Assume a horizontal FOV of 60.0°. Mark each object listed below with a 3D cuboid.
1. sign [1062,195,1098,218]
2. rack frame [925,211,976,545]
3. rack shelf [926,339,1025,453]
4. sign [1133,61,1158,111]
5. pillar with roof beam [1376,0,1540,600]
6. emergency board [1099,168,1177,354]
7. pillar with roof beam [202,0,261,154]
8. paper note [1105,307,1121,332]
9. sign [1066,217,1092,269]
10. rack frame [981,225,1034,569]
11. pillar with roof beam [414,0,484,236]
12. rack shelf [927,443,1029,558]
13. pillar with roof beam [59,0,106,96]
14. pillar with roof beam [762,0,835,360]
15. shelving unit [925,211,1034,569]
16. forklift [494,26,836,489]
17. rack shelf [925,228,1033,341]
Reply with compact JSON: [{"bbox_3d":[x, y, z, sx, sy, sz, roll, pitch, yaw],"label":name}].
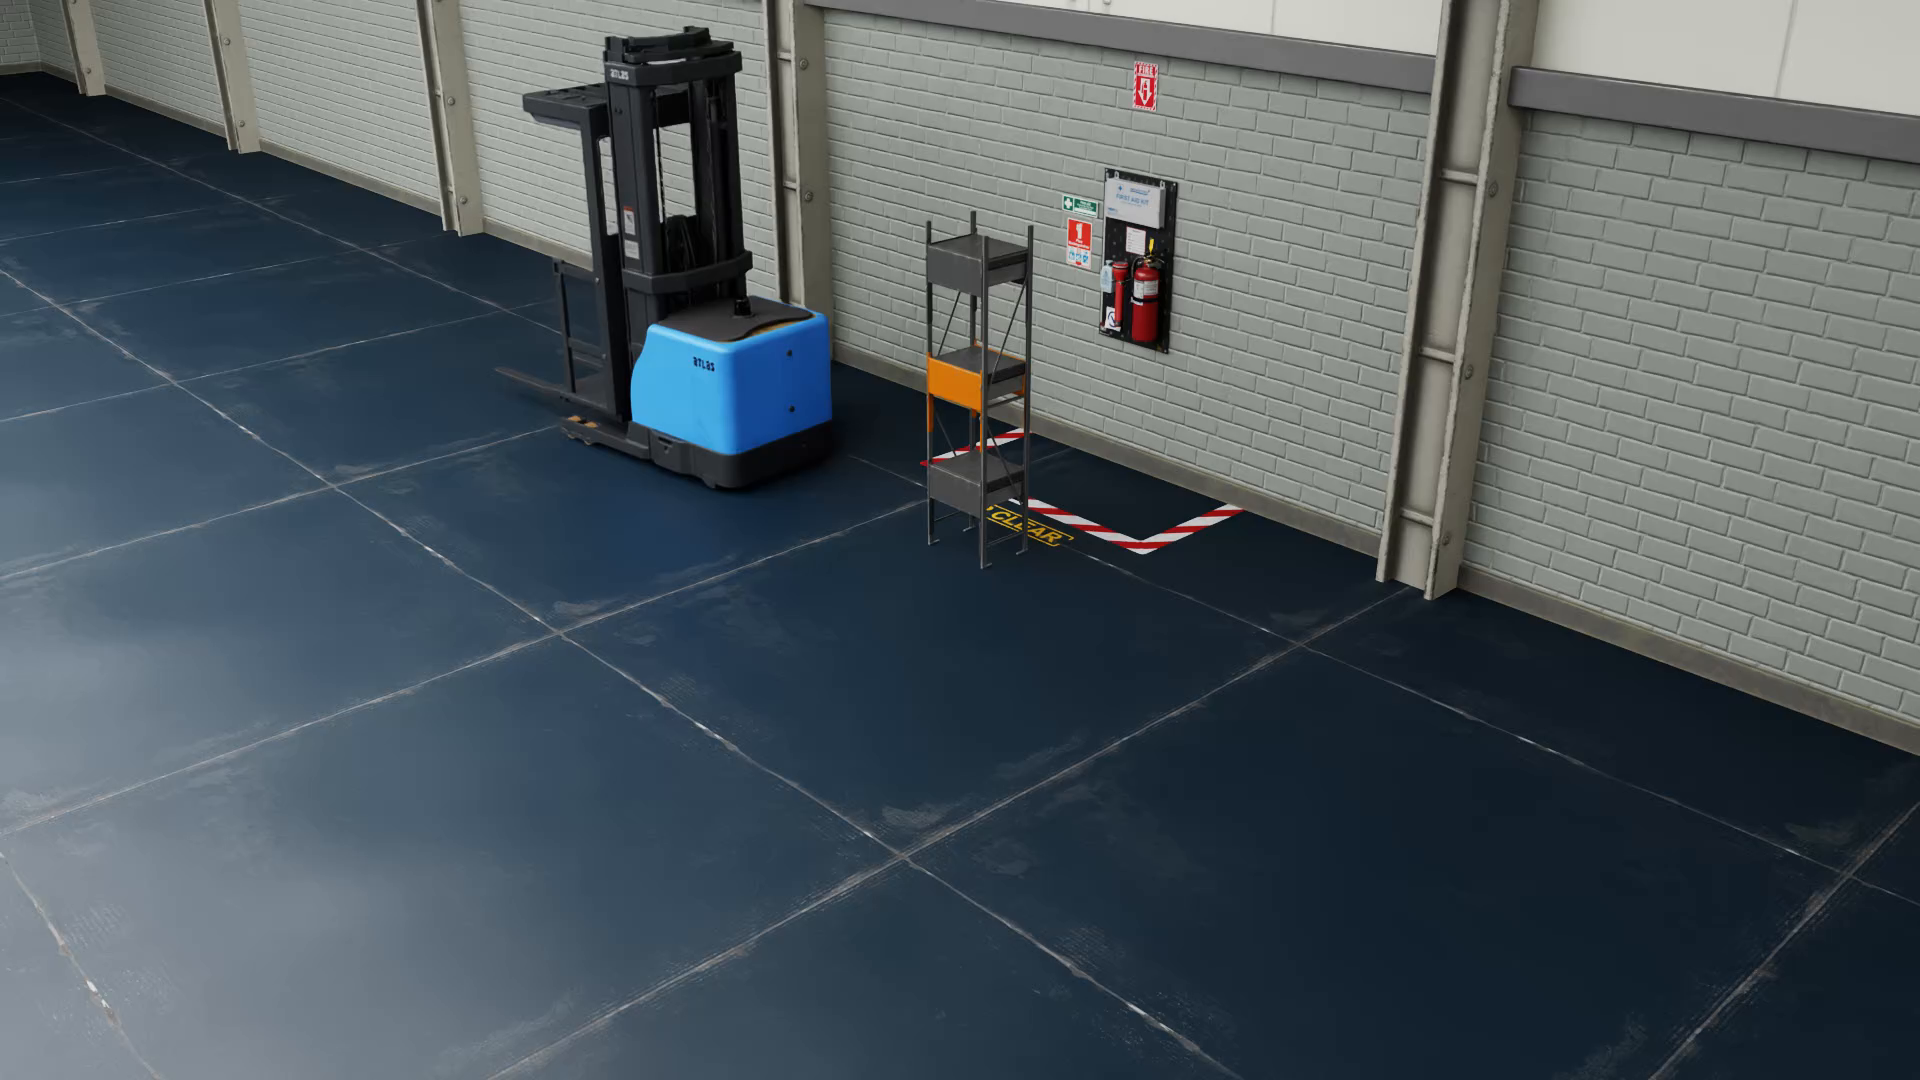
[{"bbox_3d":[0.831,-2.315,11.529,0.001,0.109,0.331,-21,32,-38],"label":"sign"},{"bbox_3d":[-0.054,-0.979,10.366,0.400,2.100,0.015,-21,32,-38],"label":"rack frame"},{"bbox_3d":[0.113,-0.893,10.210,0.431,0.518,0.480,-21,32,-38],"label":"rack shelf"},{"bbox_3d":[1.204,-2.950,10.810,0.001,0.298,0.199,-21,32,-38],"label":"sign"},{"bbox_3d":[-0.344,-2.613,5.636,9.100,9.000,0.400,-21,32,-38],"label":"pillar with roof beam"},{"bbox_3d":[1.137,-1.865,11.224,0.194,1.169,0.643,-21,32,-38],"label":"emergency board"},{"bbox_3d":[-12.647,-8.067,17.590,9.100,9.000,0.400,-21,32,-38],"label":"pillar with roof beam"},{"bbox_3d":[1.066,-1.537,11.567,0.016,0.148,0.142,-21,32,-38],"label":"paper note"},{"bbox_3d":[0.834,-2.078,11.647,0.001,0.329,0.234,-21,32,-38],"label":"sign"},{"bbox_3d":[0.280,-0.831,10.042,0.400,2.100,0.015,-21,32,-38],"label":"rack frame"},{"bbox_3d":[-8.546,-6.249,13.606,9.100,9.000,0.400,-21,32,-38],"label":"pillar with roof beam"},{"bbox_3d":[0.113,-0.256,10.500,0.431,0.518,0.480,-21,32,-38],"label":"rack shelf"},{"bbox_3d":[-16.748,-9.885,21.575,9.100,9.000,0.400,-21,32,-38],"label":"pillar with roof beam"},{"bbox_3d":[-4.445,-4.431,9.621,9.100,9.000,0.400,-21,32,-38],"label":"pillar with roof beam"},{"bbox_3d":[0.113,-0.905,10.204,0.431,2.100,0.503,-21,32,-38],"label":"shelving unit"},{"bbox_3d":[-2.342,-2.181,12.000,3.031,2.935,1.130,20,31,37],"label":"forklift"},{"bbox_3d":[0.113,-1.530,9.919,0.431,0.518,0.480,-21,32,-38],"label":"rack shelf"}]
